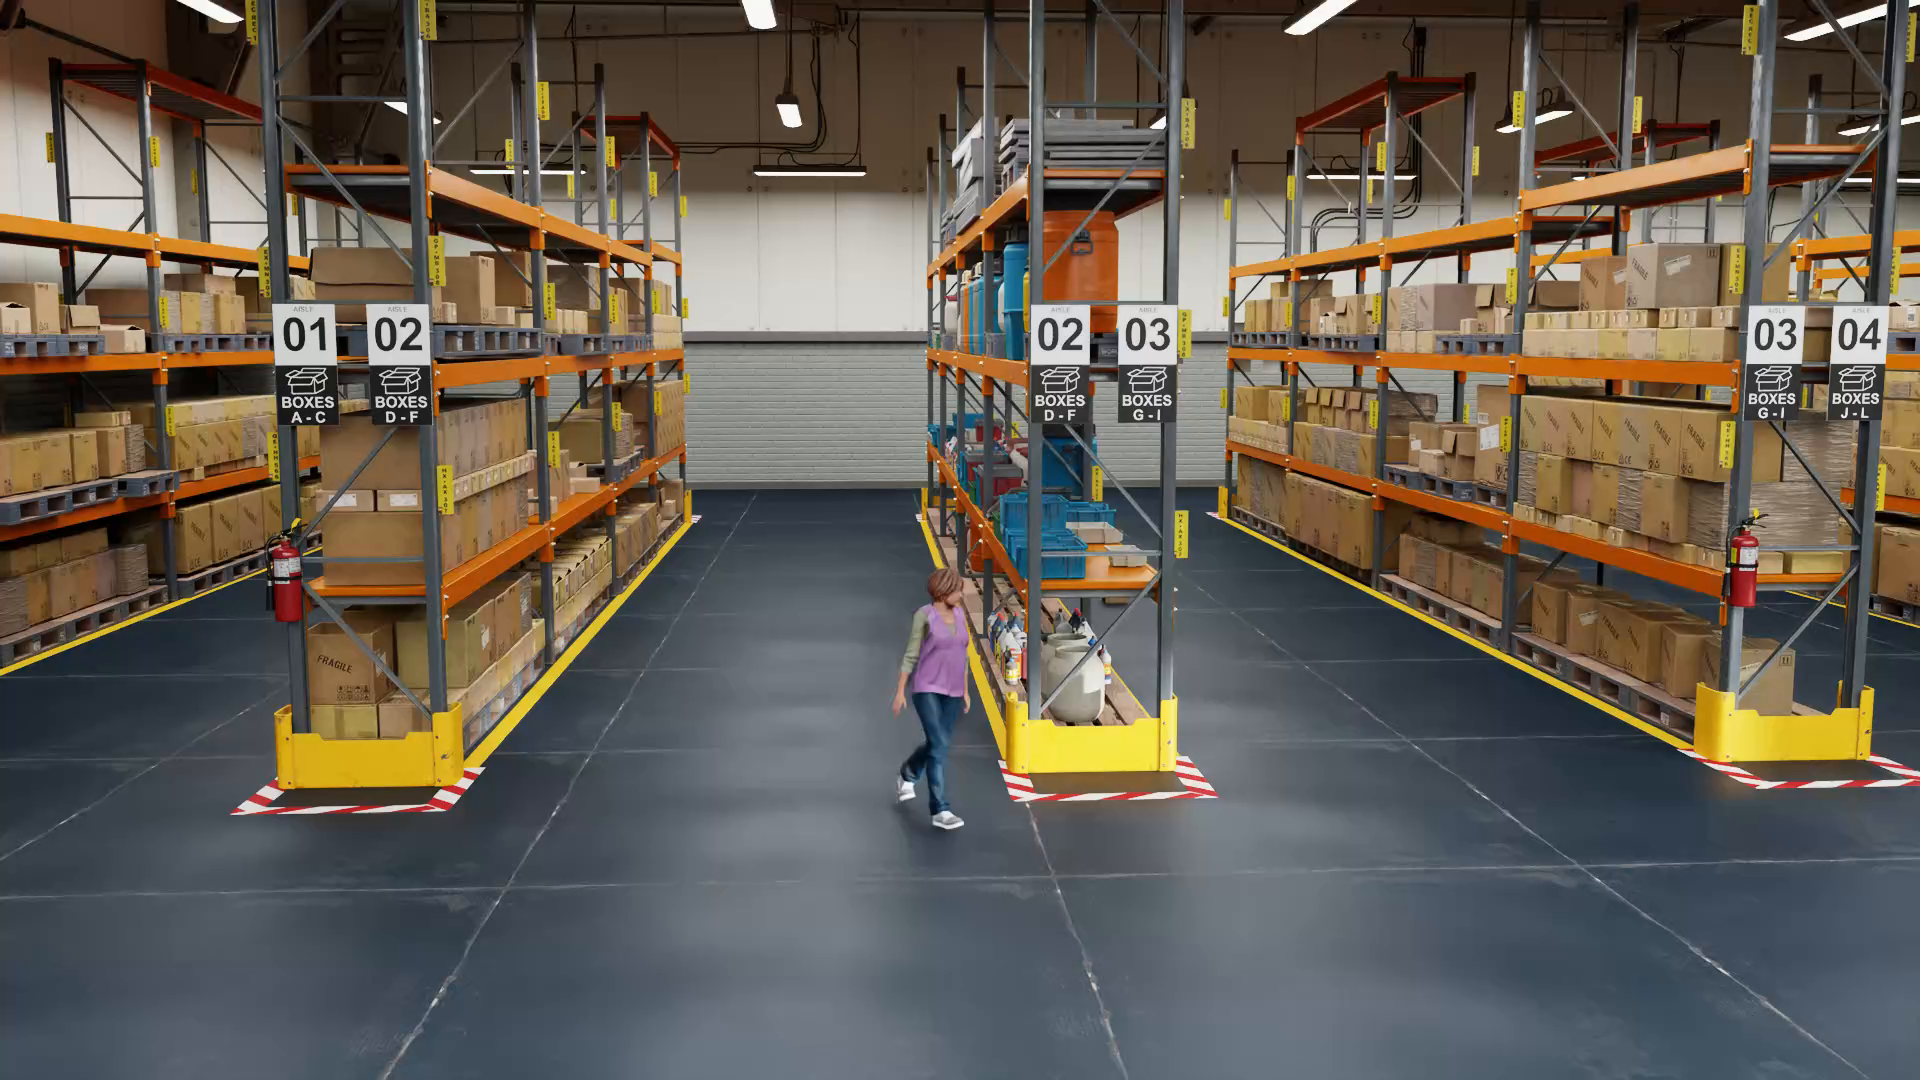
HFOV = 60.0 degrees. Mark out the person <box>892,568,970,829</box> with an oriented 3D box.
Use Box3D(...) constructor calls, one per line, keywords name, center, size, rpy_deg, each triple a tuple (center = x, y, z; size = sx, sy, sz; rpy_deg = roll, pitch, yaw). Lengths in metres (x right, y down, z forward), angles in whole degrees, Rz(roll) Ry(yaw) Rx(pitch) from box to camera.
Box3D(name="person", center=(-0.144, 0.948, 10.314), size=(0.509, 1.539, 0.824), rpy_deg=(-6, 9, -39))
